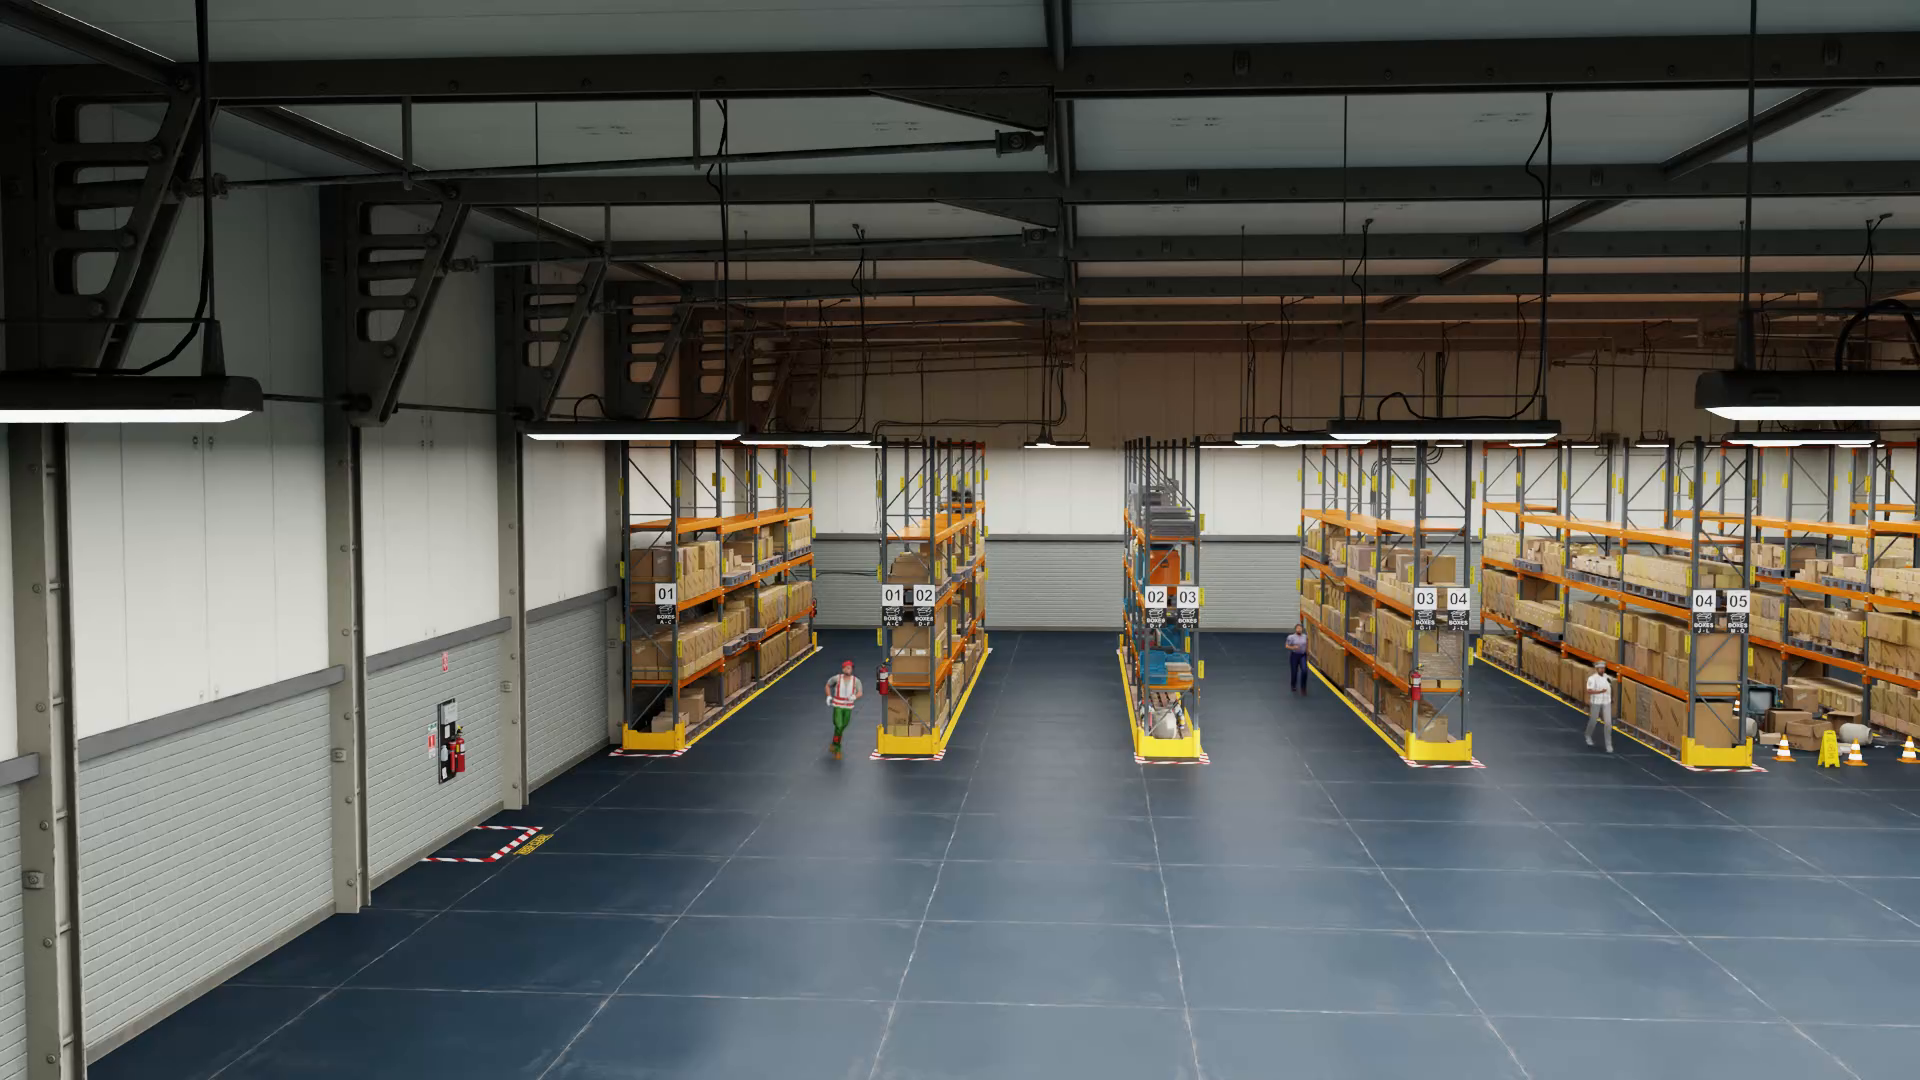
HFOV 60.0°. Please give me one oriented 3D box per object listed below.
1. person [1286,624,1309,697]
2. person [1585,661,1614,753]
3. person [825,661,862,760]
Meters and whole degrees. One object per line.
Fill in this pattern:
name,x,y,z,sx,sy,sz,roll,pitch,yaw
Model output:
person,7.941,2.825,39.108,0.590,1.689,0.759,0,3,2
person,12.263,3.150,31.849,0.566,1.709,0.910,0,3,0
person,-2.169,3.167,31.199,0.667,1.811,0.812,-1,3,-21
